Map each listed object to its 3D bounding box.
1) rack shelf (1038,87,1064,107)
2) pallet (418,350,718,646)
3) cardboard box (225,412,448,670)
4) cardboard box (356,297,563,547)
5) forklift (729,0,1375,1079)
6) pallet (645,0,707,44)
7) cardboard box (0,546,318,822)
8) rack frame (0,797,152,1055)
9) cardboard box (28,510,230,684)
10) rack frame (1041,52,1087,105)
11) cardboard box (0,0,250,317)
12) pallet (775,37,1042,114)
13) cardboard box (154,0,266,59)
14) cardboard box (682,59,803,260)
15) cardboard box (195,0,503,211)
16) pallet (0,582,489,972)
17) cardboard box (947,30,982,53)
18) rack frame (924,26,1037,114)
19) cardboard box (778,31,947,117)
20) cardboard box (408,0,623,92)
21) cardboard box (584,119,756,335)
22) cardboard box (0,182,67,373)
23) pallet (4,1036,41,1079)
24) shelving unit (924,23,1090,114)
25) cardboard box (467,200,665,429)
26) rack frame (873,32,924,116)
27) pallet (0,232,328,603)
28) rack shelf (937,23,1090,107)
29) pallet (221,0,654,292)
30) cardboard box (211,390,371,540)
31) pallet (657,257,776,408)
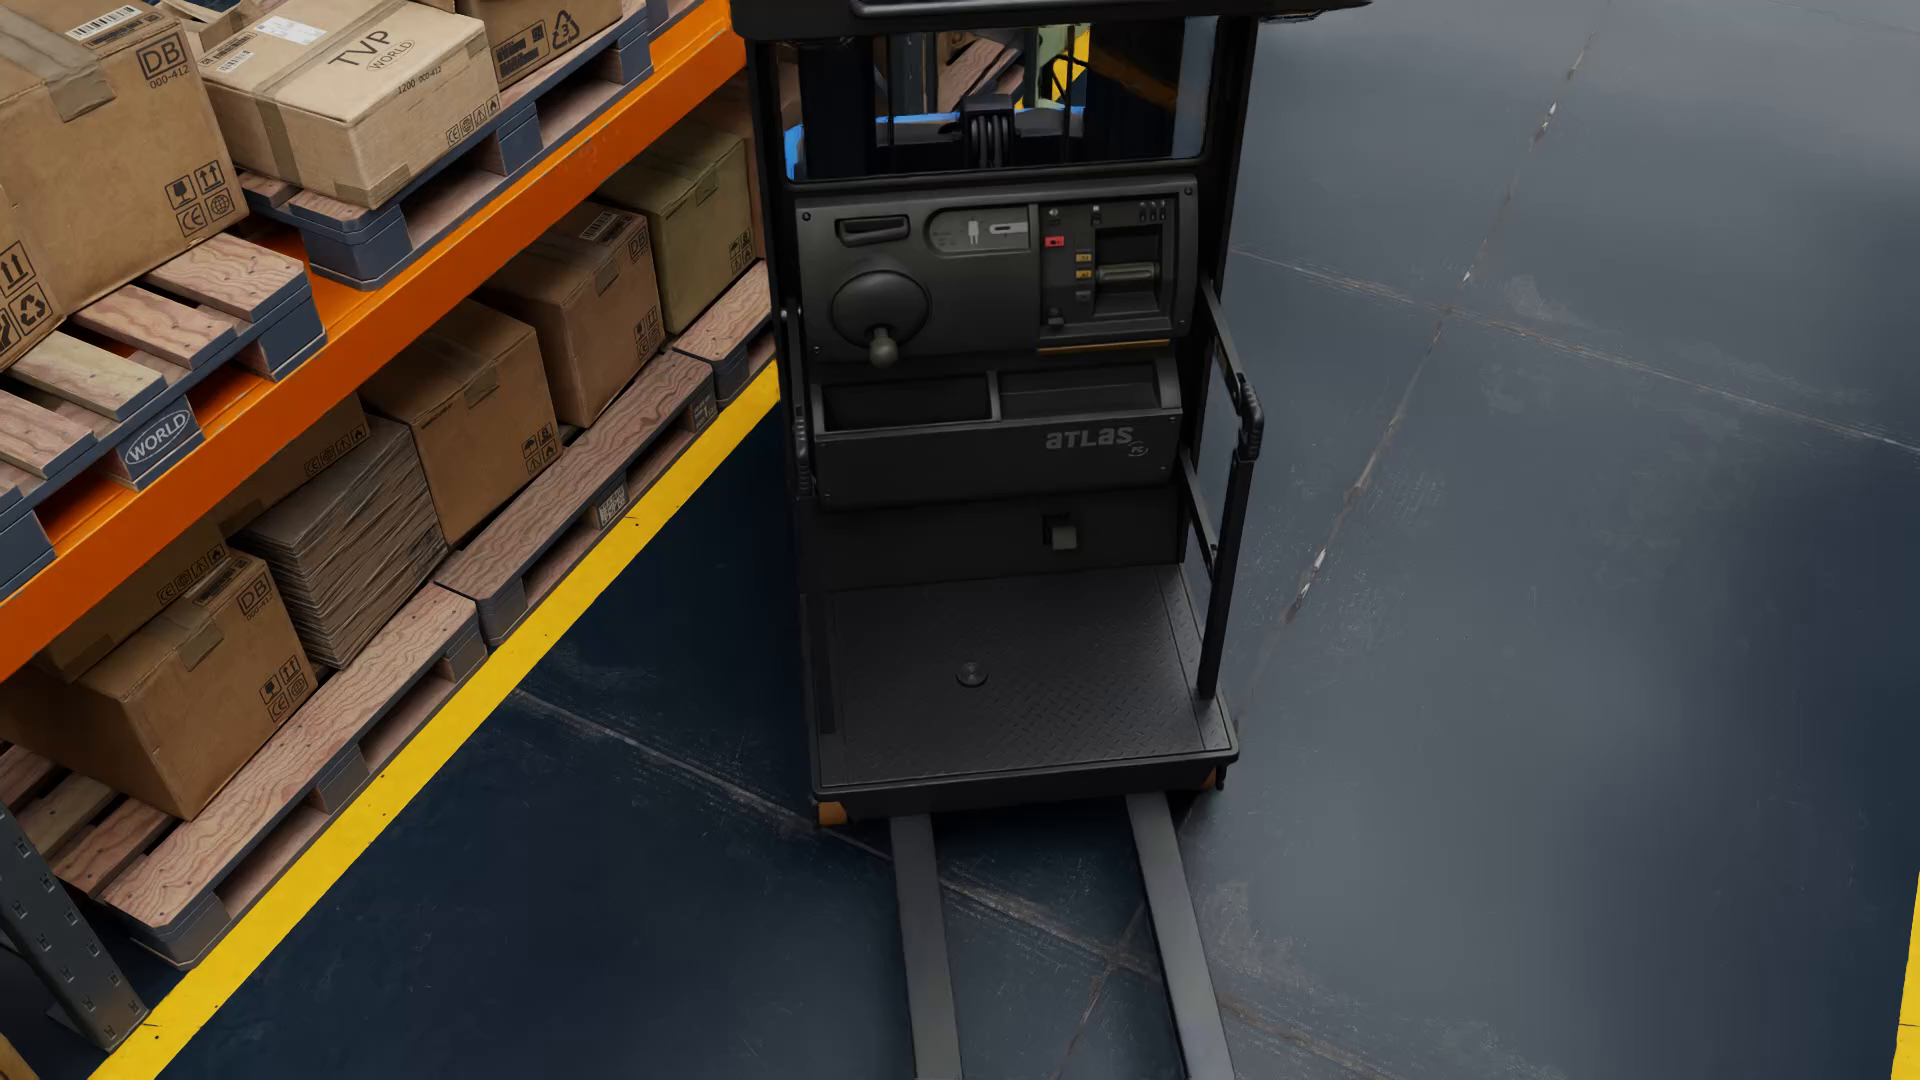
[{"bbox_3d":[0.262,-1.215,5.854,0.431,0.370,0.720,25,51,23],"label":"rack shelf"},{"bbox_3d":[-1.532,-0.291,5.389,1.003,0.211,1.213,20,49,19],"label":"pallet"},{"bbox_3d":[-1.924,-0.072,4.661,0.700,0.500,0.500,17,48,16],"label":"cardboard box"},{"bbox_3d":[-1.667,-0.432,5.016,0.700,0.500,0.500,24,50,22],"label":"cardboard box"},{"bbox_3d":[0.119,-0.528,3.711,1.130,2.935,3.031,-5,46,-5],"label":"forklift"},{"bbox_3d":[-1.090,-2.033,5.285,1.003,0.211,1.213,20,49,19],"label":"pallet"},{"bbox_3d":[-2.170,0.281,4.311,0.700,0.500,0.500,18,48,17],"label":"cardboard box"},{"bbox_3d":[-2.463,-0.014,3.155,1.000,3.000,0.127,20,49,19],"label":"rack frame"},{"bbox_3d":[-2.179,0.014,4.048,0.500,0.250,0.500,22,49,21],"label":"cardboard box"},{"bbox_3d":[0.465,-1.661,5.837,0.400,1.500,0.023,25,51,23],"label":"rack frame"},{"bbox_3d":[-2.078,-0.935,3.699,0.700,0.500,0.500,28,51,25],"label":"cardboard box"},{"bbox_3d":[-0.326,-1.988,7.067,1.003,0.211,1.213,20,49,19],"label":"pallet"},{"bbox_3d":[-1.929,-1.254,4.180,0.396,0.266,0.258,19,48,18],"label":"cardboard box"},{"bbox_3d":[-0.911,-1.430,6.003,0.700,0.500,0.500,17,48,16],"label":"cardboard box"},{"bbox_3d":[-1.482,-1.089,4.027,0.500,0.250,0.500,19,48,18],"label":"cardboard box"},{"bbox_3d":[-2.099,0.474,4.633,1.003,0.211,1.213,20,49,19],"label":"pallet"},{"bbox_3d":[-0.126,-2.405,6.980,0.500,0.500,0.500,-34,55,-29],"label":"cardboard box"},{"bbox_3d":[0.060,-1.227,5.408,0.400,1.500,0.023,25,51,23],"label":"rack frame"},{"bbox_3d":[-0.386,-2.042,6.621,0.500,0.500,0.500,19,48,18],"label":"cardboard box"},{"bbox_3d":[-1.330,-1.595,4.350,0.797,0.503,0.637,25,51,23],"label":"cardboard box"},{"bbox_3d":[-1.149,-1.136,5.712,0.700,0.500,0.500,20,49,19],"label":"cardboard box"},{"bbox_3d":[-2.248,-0.550,3.319,0.500,0.500,0.500,15,47,14],"label":"cardboard box"},{"bbox_3d":[-2.896,1.438,3.680,1.003,0.211,1.213,20,49,19],"label":"pallet"},{"bbox_3d":[0.262,-1.444,5.623,0.431,1.500,0.755,25,51,23],"label":"shelving unit"},{"bbox_3d":[-1.408,-0.783,5.363,0.700,0.500,0.500,17,48,16],"label":"cardboard box"},{"bbox_3d":[-0.607,-2.534,5.645,1.000,3.000,0.127,20,49,19],"label":"rack frame"},{"bbox_3d":[-2.227,-0.431,3.702,1.213,0.211,1.003,20,49,19],"label":"pallet"},{"bbox_3d":[0.262,-1.718,5.345,0.431,0.370,0.720,25,51,23],"label":"rack shelf"},{"bbox_3d":[-1.581,-1.207,4.469,1.003,0.211,1.213,20,49,19],"label":"pallet"},{"bbox_3d":[-1.942,-0.323,4.381,0.500,0.250,0.500,26,51,23],"label":"cardboard box"},{"bbox_3d":[-0.967,-1.063,6.152,1.003,0.211,1.213,20,49,19],"label":"pallet"}]
